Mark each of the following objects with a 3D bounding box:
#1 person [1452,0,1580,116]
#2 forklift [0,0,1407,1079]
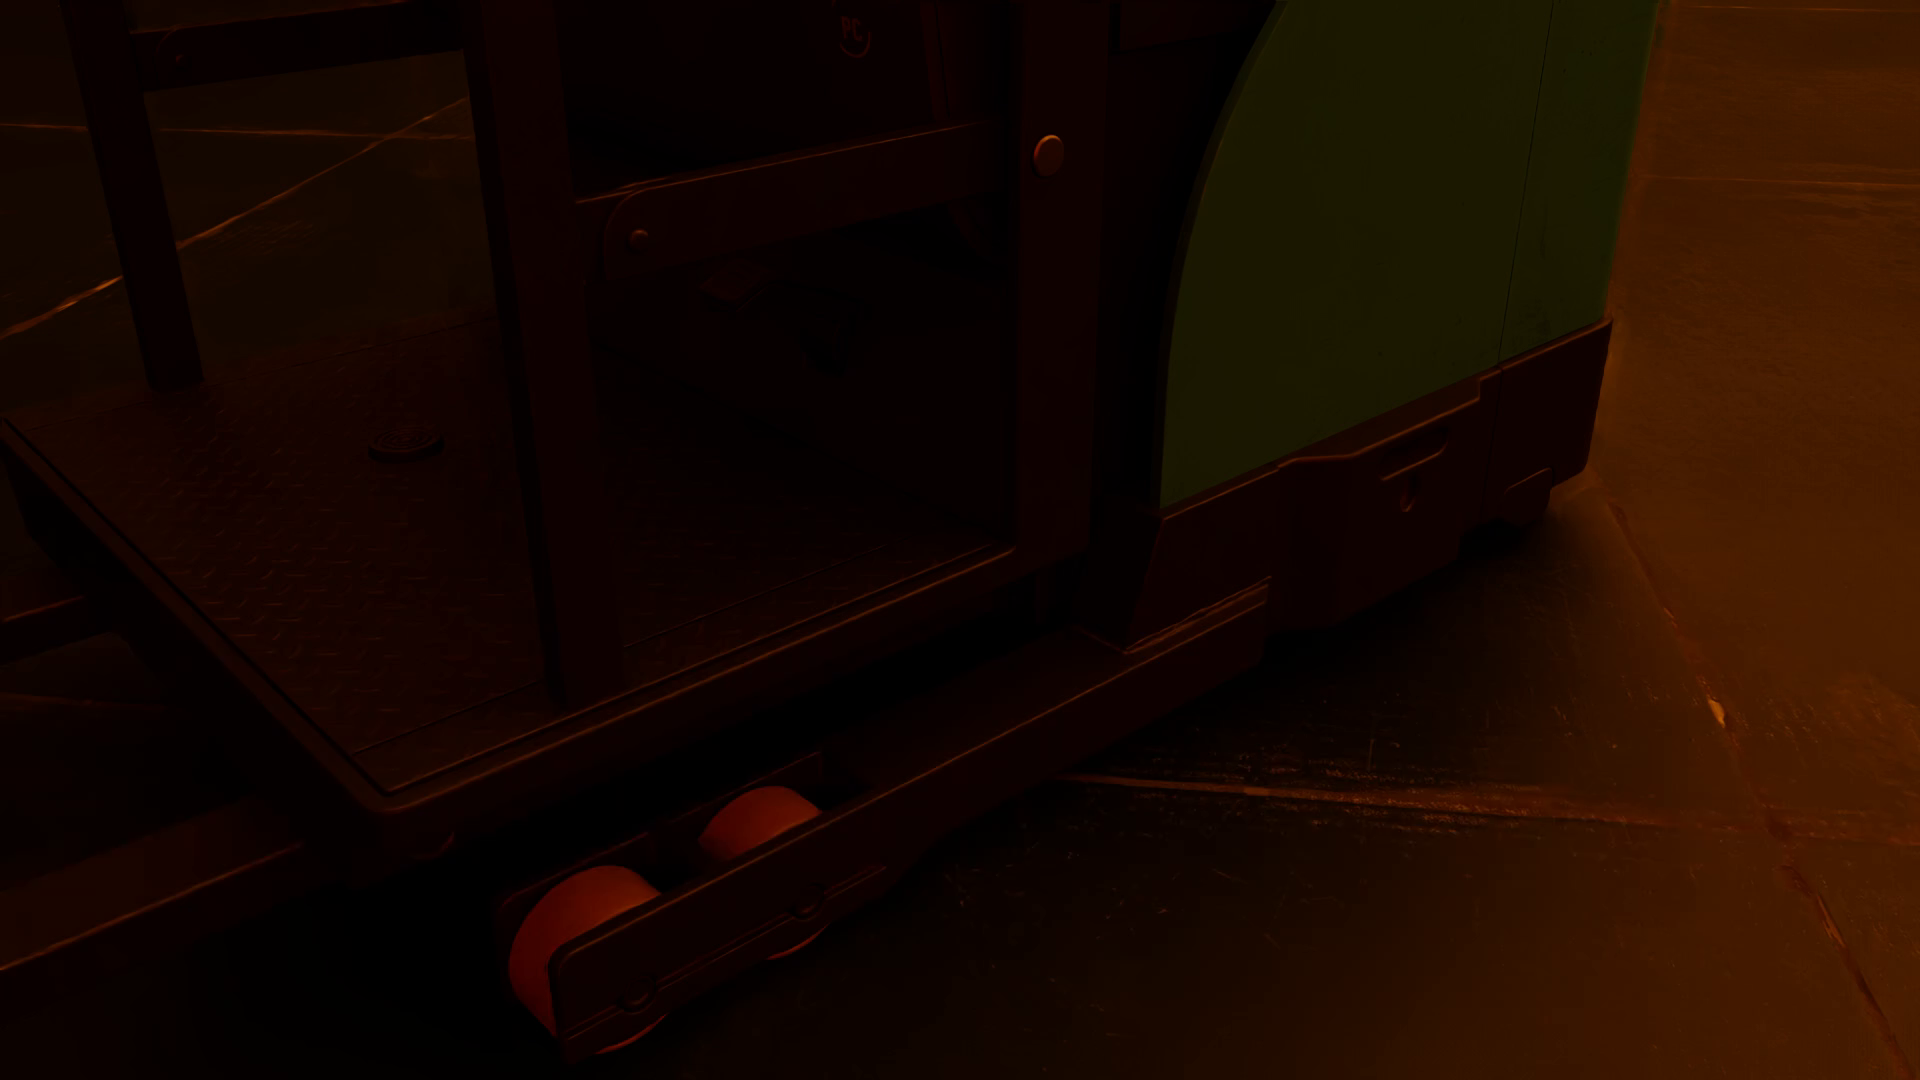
[{"bbox_3d":[1.786,-2.231,4.969,0.582,1.779,0.703,19,32,33],"label":"person"},{"bbox_3d":[-0.155,-1.017,1.256,1.130,2.935,3.031,7,27,14],"label":"forklift"}]
